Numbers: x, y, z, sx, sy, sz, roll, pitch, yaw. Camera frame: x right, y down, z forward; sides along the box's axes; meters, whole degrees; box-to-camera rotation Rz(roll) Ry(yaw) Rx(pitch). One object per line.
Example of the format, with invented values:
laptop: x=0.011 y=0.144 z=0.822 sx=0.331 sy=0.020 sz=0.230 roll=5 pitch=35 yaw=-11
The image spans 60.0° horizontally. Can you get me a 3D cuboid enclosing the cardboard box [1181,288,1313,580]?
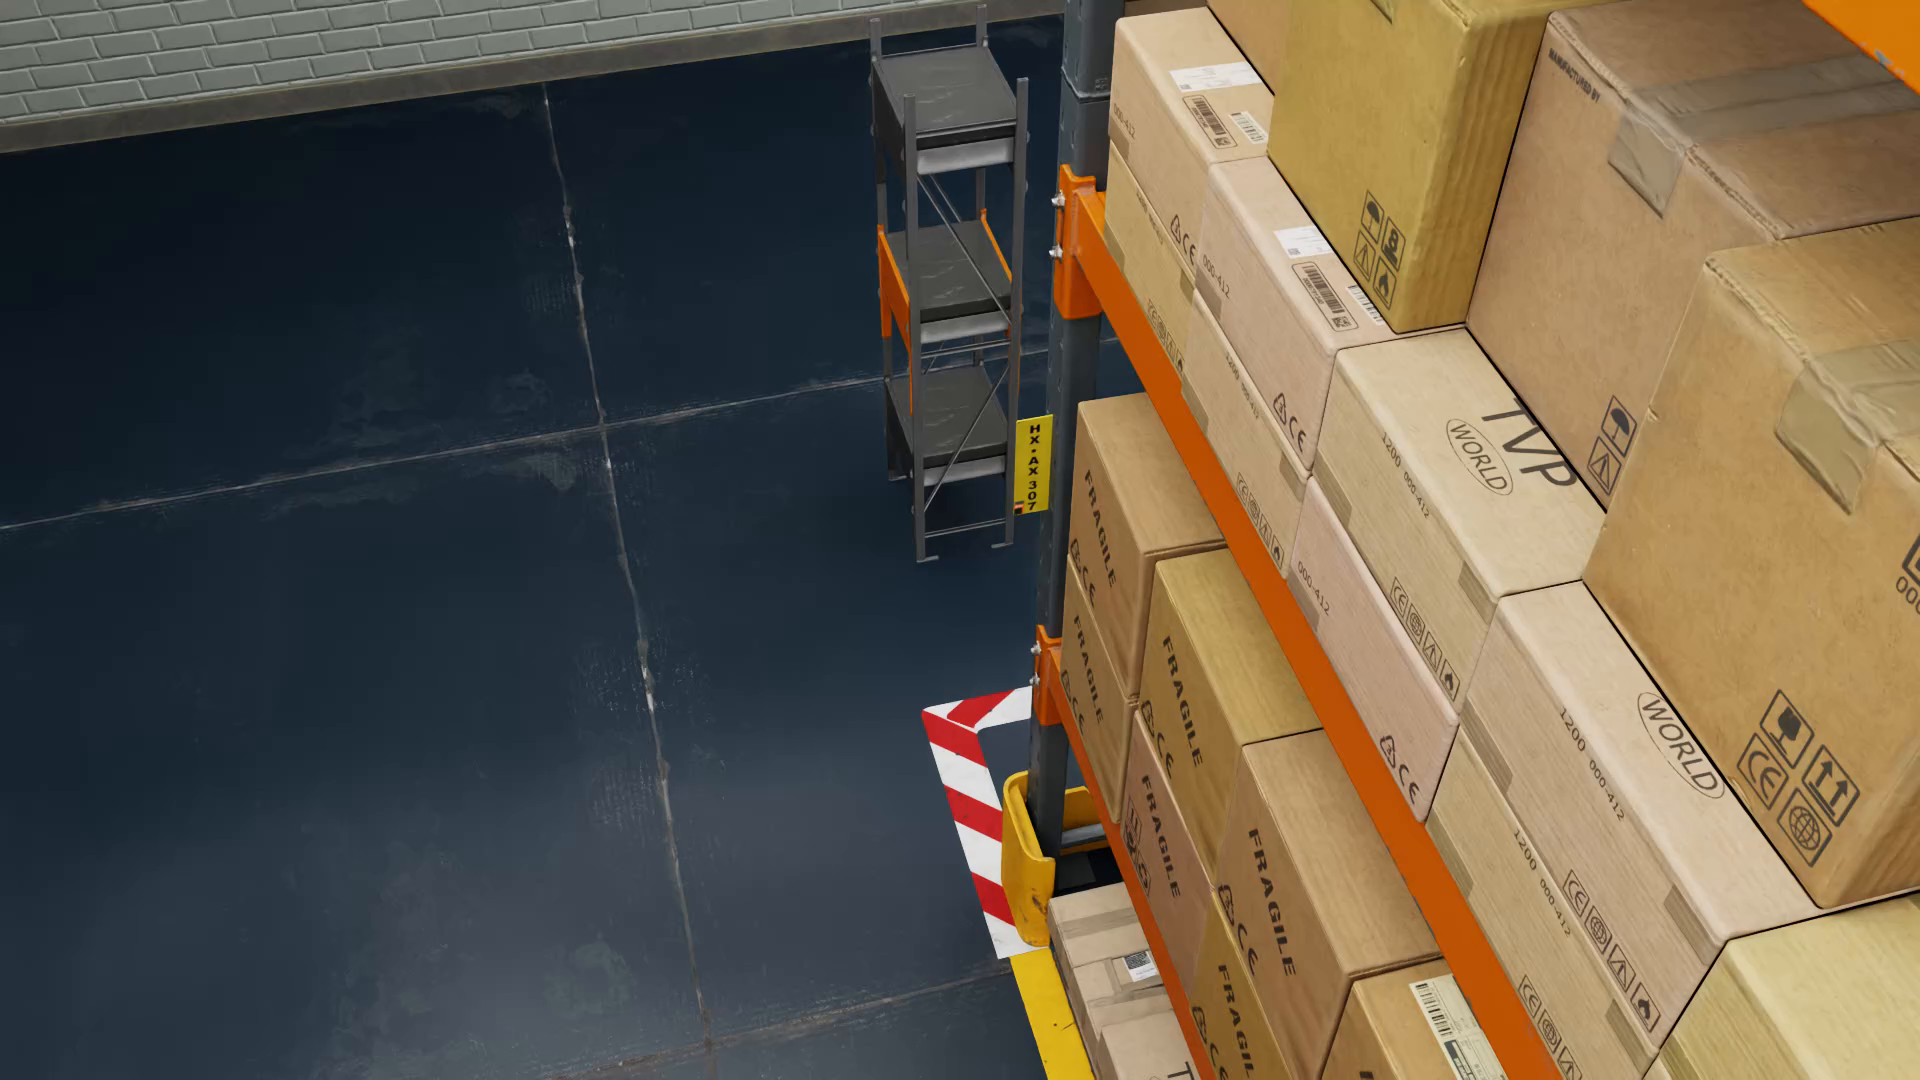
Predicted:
cardboard box: x=0.714 y=-0.233 z=2.883 sx=0.500 sy=0.250 sz=0.500 roll=-11 pitch=47 yaw=-10

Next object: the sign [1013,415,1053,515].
sign: x=0.188 y=-0.188 z=4.228 sx=0.100 sy=0.325 sz=0.005 roll=-11 pitch=47 yaw=-10

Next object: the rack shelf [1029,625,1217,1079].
rack shelf: x=1.225 y=1.648 z=3.538 sx=1.077 sy=0.370 sz=4.000 roll=-11 pitch=47 yaw=-10

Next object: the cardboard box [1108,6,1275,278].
cardboard box: x=0.593 y=-0.754 z=3.044 sx=0.500 sy=0.250 sz=0.500 roll=-11 pitch=47 yaw=-10

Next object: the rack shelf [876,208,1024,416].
rack shelf: x=-0.042 y=-0.840 z=6.122 sx=0.431 sy=0.518 sz=0.480 roll=-11 pitch=47 yaw=-10

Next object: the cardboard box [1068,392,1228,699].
cardboard box: x=0.571 y=-0.015 z=3.894 sx=0.500 sy=0.500 sz=0.500 roll=-9 pitch=46 yaw=-9

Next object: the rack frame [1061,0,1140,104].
rack frame: x=0.713 y=-2.084 z=2.492 sx=1.000 sy=3.000 sz=0.127 roll=-11 pitch=47 yaw=-10

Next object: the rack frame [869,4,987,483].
rack frame: x=-0.105 y=-1.018 z=6.277 sx=0.400 sy=2.100 sz=0.015 roll=-11 pitch=47 yaw=-10

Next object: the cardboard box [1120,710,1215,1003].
cardboard box: x=0.709 y=0.691 z=3.903 sx=0.500 sy=0.500 sz=0.500 roll=-11 pitch=47 yaw=-11

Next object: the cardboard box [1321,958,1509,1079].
cardboard box: x=0.967 y=1.042 z=2.859 sx=0.500 sy=0.500 sz=0.500 roll=-11 pitch=47 yaw=-11

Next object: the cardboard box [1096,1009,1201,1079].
cardboard box: x=0.706 y=1.597 z=4.702 sx=0.500 sy=0.250 sz=0.500 roll=-11 pitch=47 yaw=-10

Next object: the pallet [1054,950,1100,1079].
pallet: x=0.937 y=1.595 z=5.040 sx=1.003 sy=0.211 sz=1.213 roll=-11 pitch=47 yaw=-10

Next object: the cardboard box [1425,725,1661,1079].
cardboard box: x=0.978 y=0.456 z=2.208 sx=0.500 sy=0.250 sz=0.500 roll=-11 pitch=47 yaw=-10

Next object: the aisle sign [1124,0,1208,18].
aisle sign: x=0.411 y=-0.888 z=3.699 sx=0.394 sy=0.787 sz=0.004 roll=-11 pitch=47 yaw=-10

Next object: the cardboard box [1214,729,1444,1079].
cardboard box: x=0.836 y=0.691 z=3.202 sx=0.500 sy=0.500 sz=0.500 roll=-10 pitch=46 yaw=-10

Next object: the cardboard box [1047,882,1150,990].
cardboard box: x=0.488 y=1.212 z=5.150 sx=0.380 sy=0.149 sz=0.250 roll=-11 pitch=47 yaw=-10

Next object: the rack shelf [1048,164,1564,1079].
rack shelf: x=1.225 y=0.599 z=2.467 sx=1.077 sy=0.370 sz=4.000 roll=-11 pitch=47 yaw=-10

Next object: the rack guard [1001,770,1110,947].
rack guard: x=0.732 y=0.943 z=5.476 sx=1.175 sy=0.500 sz=0.348 roll=-11 pitch=47 yaw=-10

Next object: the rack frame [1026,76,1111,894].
rack frame: x=0.713 y=0.016 z=4.634 sx=1.000 sy=3.000 sz=0.127 roll=-11 pitch=47 yaw=-10

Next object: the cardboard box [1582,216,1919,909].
cardboard box: x=1.175 y=-0.019 z=1.798 sx=0.700 sy=0.500 sz=0.500 roll=-11 pitch=47 yaw=-10

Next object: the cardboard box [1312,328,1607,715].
cardboard box: x=0.848 y=-0.064 z=2.367 sx=0.500 sy=0.250 sz=0.500 roll=-11 pitch=47 yaw=-10

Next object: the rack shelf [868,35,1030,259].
rack shelf: x=-0.042 y=-1.330 z=5.622 sx=0.431 sy=0.518 sz=0.480 roll=-11 pitch=47 yaw=-10

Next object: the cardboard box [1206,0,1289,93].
cardboard box: x=0.860 y=-1.067 z=2.825 sx=0.700 sy=0.500 sz=0.500 roll=-11 pitch=47 yaw=-10

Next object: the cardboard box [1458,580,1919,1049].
cardboard box: x=0.972 y=0.282 z=2.028 sx=0.500 sy=0.250 sz=0.500 roll=-11 pitch=47 yaw=-10

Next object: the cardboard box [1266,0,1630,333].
cardboard box: x=0.906 y=-0.707 z=2.472 sx=0.700 sy=0.500 sz=0.500 roll=-11 pitch=47 yaw=-10

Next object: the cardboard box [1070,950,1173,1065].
cardboard box: x=0.552 y=1.378 z=4.975 sx=0.380 sy=0.166 sz=0.250 roll=-11 pitch=47 yaw=-10

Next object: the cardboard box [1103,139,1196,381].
cardboard box: x=0.598 y=-0.580 z=3.223 sx=0.500 sy=0.250 sz=0.500 roll=-11 pitch=47 yaw=-10

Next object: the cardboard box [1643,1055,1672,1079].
cardboard box: x=1.101 y=0.802 z=1.868 sx=0.500 sy=0.250 sz=0.500 roll=-11 pitch=47 yaw=-10

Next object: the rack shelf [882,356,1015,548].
rack shelf: x=-0.042 y=-0.350 z=6.622 sx=0.431 sy=0.518 sz=0.480 roll=-11 pitch=47 yaw=-10

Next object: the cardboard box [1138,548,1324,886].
cardboard box: x=0.713 y=0.345 z=3.542 sx=0.500 sy=0.500 sz=0.500 roll=-10 pitch=46 yaw=-10

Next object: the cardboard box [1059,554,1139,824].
cardboard box: x=0.571 y=0.335 z=4.251 sx=0.500 sy=0.500 sz=0.500 roll=-10 pitch=46 yaw=-9

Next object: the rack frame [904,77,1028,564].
rack frame: x=0.020 y=-0.681 z=5.947 sx=0.400 sy=2.100 sz=0.015 roll=-11 pitch=47 yaw=-10

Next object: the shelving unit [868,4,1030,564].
shelving unit: x=-0.042 y=-0.849 z=6.112 sx=0.431 sy=2.100 sz=0.503 roll=-11 pitch=47 yaw=-10

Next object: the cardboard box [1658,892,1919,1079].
cardboard box: x=1.099 y=0.628 z=1.690 sx=0.500 sy=0.250 sz=0.500 roll=-11 pitch=47 yaw=-10

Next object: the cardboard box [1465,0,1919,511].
cardboard box: x=1.138 y=-0.381 z=2.153 sx=0.700 sy=0.500 sz=0.500 roll=-11 pitch=47 yaw=-10

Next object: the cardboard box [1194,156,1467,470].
cardboard box: x=0.714 y=-0.408 z=2.704 sx=0.500 sy=0.250 sz=0.500 roll=-11 pitch=47 yaw=-10

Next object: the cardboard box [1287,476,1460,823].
cardboard box: x=0.844 y=0.112 z=2.545 sx=0.500 sy=0.250 sz=0.500 roll=-11 pitch=47 yaw=-10

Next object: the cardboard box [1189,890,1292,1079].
cardboard box: x=0.834 y=1.038 z=3.563 sx=0.500 sy=0.500 sz=0.500 roll=-11 pitch=47 yaw=-10
